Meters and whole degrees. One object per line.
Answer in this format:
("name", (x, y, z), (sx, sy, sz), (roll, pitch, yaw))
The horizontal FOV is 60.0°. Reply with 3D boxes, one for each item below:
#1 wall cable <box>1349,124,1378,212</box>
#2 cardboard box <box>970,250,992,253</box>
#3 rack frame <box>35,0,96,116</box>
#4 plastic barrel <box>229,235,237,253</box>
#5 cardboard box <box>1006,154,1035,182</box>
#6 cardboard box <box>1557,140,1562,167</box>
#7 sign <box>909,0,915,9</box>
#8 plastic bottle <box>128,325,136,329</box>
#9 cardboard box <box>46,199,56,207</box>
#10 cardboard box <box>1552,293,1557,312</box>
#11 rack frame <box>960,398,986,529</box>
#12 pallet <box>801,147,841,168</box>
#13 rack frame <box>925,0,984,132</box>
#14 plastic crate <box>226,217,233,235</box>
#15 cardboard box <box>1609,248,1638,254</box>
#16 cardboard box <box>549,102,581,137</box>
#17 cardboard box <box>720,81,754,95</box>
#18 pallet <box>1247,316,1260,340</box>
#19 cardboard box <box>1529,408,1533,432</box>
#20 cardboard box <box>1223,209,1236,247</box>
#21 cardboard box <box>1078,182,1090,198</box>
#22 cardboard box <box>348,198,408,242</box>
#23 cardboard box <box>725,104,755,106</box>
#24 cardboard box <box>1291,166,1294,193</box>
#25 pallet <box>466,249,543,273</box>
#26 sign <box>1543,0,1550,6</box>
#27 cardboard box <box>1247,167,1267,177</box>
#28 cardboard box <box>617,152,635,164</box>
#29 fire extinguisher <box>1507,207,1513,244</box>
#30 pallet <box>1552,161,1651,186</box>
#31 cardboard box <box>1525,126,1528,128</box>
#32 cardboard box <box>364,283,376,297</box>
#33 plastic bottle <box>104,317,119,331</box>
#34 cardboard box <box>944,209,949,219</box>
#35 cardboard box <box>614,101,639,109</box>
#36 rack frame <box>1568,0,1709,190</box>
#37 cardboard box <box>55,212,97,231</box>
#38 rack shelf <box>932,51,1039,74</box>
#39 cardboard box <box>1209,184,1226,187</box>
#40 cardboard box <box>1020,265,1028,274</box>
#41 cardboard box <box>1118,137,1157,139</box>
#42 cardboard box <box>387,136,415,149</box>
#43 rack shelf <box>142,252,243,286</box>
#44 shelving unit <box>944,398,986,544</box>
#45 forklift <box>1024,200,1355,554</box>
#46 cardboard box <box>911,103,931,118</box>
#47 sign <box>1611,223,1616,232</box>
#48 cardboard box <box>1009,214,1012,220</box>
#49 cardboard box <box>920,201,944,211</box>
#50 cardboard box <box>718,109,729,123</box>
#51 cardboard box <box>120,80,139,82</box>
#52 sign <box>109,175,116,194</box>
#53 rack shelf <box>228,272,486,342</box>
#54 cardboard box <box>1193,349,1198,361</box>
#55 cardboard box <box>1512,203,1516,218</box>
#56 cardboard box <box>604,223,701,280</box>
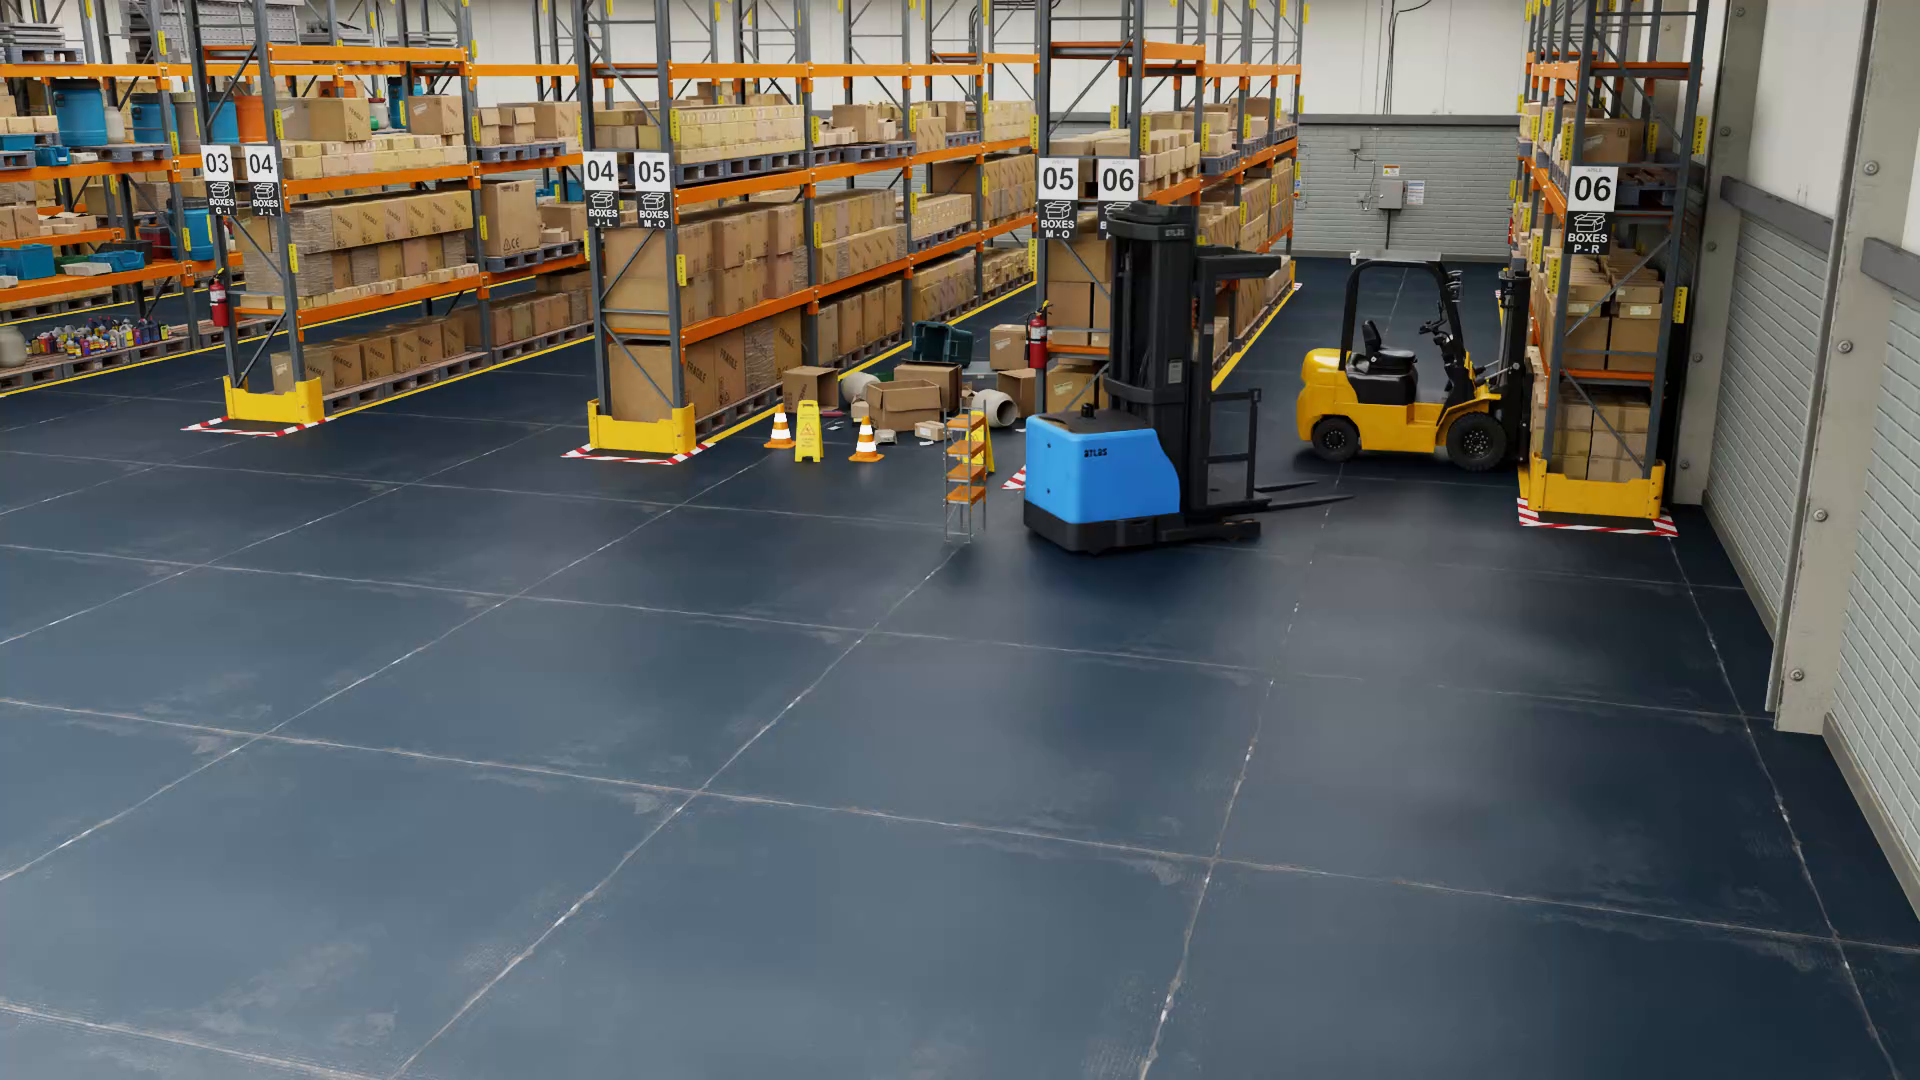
("wall cable", (8.757, -8.161, 36.243), (0.588, 1.984, 0.122), (5, 16, 16))
("cardboard box", (0.407, -5.528, 32.187), (0.380, 0.149, 0.250), (5, 16, 16))
("rack frame", (-15.458, -8.633, 28.774), (1.000, 3.000, 0.127), (5, 16, 16))
("plastic barrel", (-11.324, -4.583, 25.743), (0.301, 0.262, 0.301), (0, 16, 0))
("cardboard box", (1.147, -7.193, 32.130), (0.500, 0.500, 0.500), (4, 16, 15))
("cardboard box", (6.451, -4.042, 17.381), (0.396, 0.266, 0.258), (4, 16, 15))
("sign", (-0.701, -7.936, 24.316), (0.100, 0.325, 0.005), (5, 16, 16))
("plastic bottle", (-11.957, -2.980, 24.025), (0.152, 0.276, 0.135), (5, 16, 16))
("cardboard box", (-18.897, -6.955, 34.276), (0.380, 0.149, 0.250), (5, 17, 16))
("cardboard box", (5.901, -2.274, 15.977), (0.380, 0.149, 0.250), (5, 17, 17))
("rack frame", (0.116, -0.684, 15.043), (0.240, 1.200, 0.015), (5, 16, 16))
("pallet", (-2.158, -5.115, 22.218), (0.805, 0.209, 1.217), (4, 16, 14))
("rack frame", (-0.098, -8.499, 28.303), (1.000, 3.000, 0.127), (5, 16, 16))
("plastic crate", (-11.463, -4.993, 26.820), (0.402, 0.464, 0.583), (5, 16, 16))
("cardboard box", (7.362, -3.175, 18.609), (0.380, 0.149, 0.250), (5, 16, 16))
("cardboard box", (-5.992, -6.430, 25.406), (0.500, 0.500, 0.500), (5, 16, 16))
("cardboard box", (-4.272, -8.645, 31.803), (0.500, 0.250, 0.500), (4, 16, 14))
("pallet", (4.185, -3.386, 26.380), (1.003, 0.211, 1.213), (5, 16, 16))
("cardboard box", (6.145, -1.270, 17.165), (0.500, 0.250, 0.500), (4, 16, 15))
("cardboard box", (3.541, -4.326, 23.085), (0.500, 0.500, 0.500), (4, 16, 15))
("cardboard box", (1.100, -3.553, 16.823), (0.380, 0.149, 0.250), (5, 17, 16))
("cardboard box", (-7.391, -4.072, 21.128), (0.500, 0.500, 0.500), (5, 16, 16))
("cardboard box", (-2.801, -5.407, 20.945), (0.380, 0.149, 0.250), (5, 17, 16))
("cardboard box", (5.905, -6.687, 30.891), (0.500, 0.500, 0.500), (5, 17, 18))
("pallet", (-6.741, -4.027, 23.883), (1.003, 0.211, 1.213), (5, 16, 16))
("sign", (7.777, -7.238, 22.001), (0.100, 0.325, 0.005), (5, 16, 16))
("cardboard box", (5.015, -6.159, 27.843), (0.380, 0.149, 0.250), (4, 16, 15))
("cardboard box", (-3.738, -4.159, 18.006), (0.380, 0.149, 0.250), (5, 16, 16))
("fire extinguisher", (10.172, -5.776, 30.521), (0.296, 0.674, 0.183), (5, 16, 16))
("pallet", (6.946, -3.954, 17.938), (1.003, 0.211, 1.213), (5, 16, 16))
("cardboard box", (8.683, -6.129, 24.952), (0.380, 0.149, 0.250), (4, 16, 15))
("cardboard box", (-7.576, -3.147, 20.889), (0.380, 0.149, 0.250), (5, 16, 16))
("plastic bottle", (-12.336, -3.062, 24.177), (0.144, 0.351, 0.185), (5, 16, 16))
("cardboard box", (-0.393, -5.373, 27.420), (0.380, 0.149, 0.250), (5, 17, 16))
("cardboard box", (-5.696, -7.069, 27.803), (0.500, 0.500, 0.500), (6, 17, 19))
("rack frame", (6.027, -4.618, 14.620), (1.000, 3.000, 0.127), (5, 16, 16))
("cardboard box", (-15.603, -5.612, 29.282), (0.500, 0.311, 0.500), (6, 17, 19))
("rack shelf", (0.471, -8.675, 30.246), (1.077, 0.370, 4.000), (5, 16, 16))
("cardboard box", (3.872, -5.290, 25.967), (0.500, 0.500, 0.500), (4, 16, 15))
("cardboard box", (1.113, -5.261, 32.335), (0.380, 0.149, 0.250), (5, 17, 18))
("cardboard box", (1.871, -4.159, 17.497), (0.380, 0.149, 0.250), (5, 16, 16))
("cardboard box", (-7.263, -5.115, 21.413), (0.380, 0.149, 0.250), (5, 17, 18))
("rack shelf", (-11.278, -4.492, 26.489), (1.077, 0.370, 4.000), (5, 16, 16))
("shelving unit", (0.047, -0.621, 14.818), (0.258, 1.200, 0.503), (5, 16, 16))
("forklift", (2.146, -1.527, 14.843), (3.031, 2.935, 1.130), (-6, 17, -21))
("cardboard box", (-0.674, -6.715, 25.924), (0.396, 0.266, 0.258), (5, 16, 16))
("sign", (8.833, -4.340, 22.511), (0.100, 0.325, 0.005), (5, 16, 16))
("cardboard box", (0.767, -6.101, 31.303), (0.380, 0.149, 0.250), (4, 16, 14))
("cardboard box", (-0.471, -5.449, 27.143), (0.380, 0.149, 0.250), (4, 16, 15))
("cardboard box", (-2.818, -4.758, 18.656), (0.380, 0.149, 0.250), (4, 16, 15))
("cardboard box", (-18.174, -9.725, 36.069), (0.500, 0.500, 0.500), (4, 16, 13))
("sign", (-14.925, -6.262, 29.286), (0.100, 0.325, 0.005), (5, 16, 16))
("rack shelf", (-7.666, -3.062, 21.445), (1.077, 0.370, 4.000), (5, 16, 16))
("cardboard box", (2.550, -2.238, 21.268), (0.950, 0.372, 0.625), (5, 17, 17))
("cardboard box", (10.186, -5.891, 29.832), (0.500, 0.250, 0.500), (5, 17, 16))
("cardboard box", (-3.365, -3.159, 18.217), (0.875, 0.550, 0.550), (5, 16, 16))
